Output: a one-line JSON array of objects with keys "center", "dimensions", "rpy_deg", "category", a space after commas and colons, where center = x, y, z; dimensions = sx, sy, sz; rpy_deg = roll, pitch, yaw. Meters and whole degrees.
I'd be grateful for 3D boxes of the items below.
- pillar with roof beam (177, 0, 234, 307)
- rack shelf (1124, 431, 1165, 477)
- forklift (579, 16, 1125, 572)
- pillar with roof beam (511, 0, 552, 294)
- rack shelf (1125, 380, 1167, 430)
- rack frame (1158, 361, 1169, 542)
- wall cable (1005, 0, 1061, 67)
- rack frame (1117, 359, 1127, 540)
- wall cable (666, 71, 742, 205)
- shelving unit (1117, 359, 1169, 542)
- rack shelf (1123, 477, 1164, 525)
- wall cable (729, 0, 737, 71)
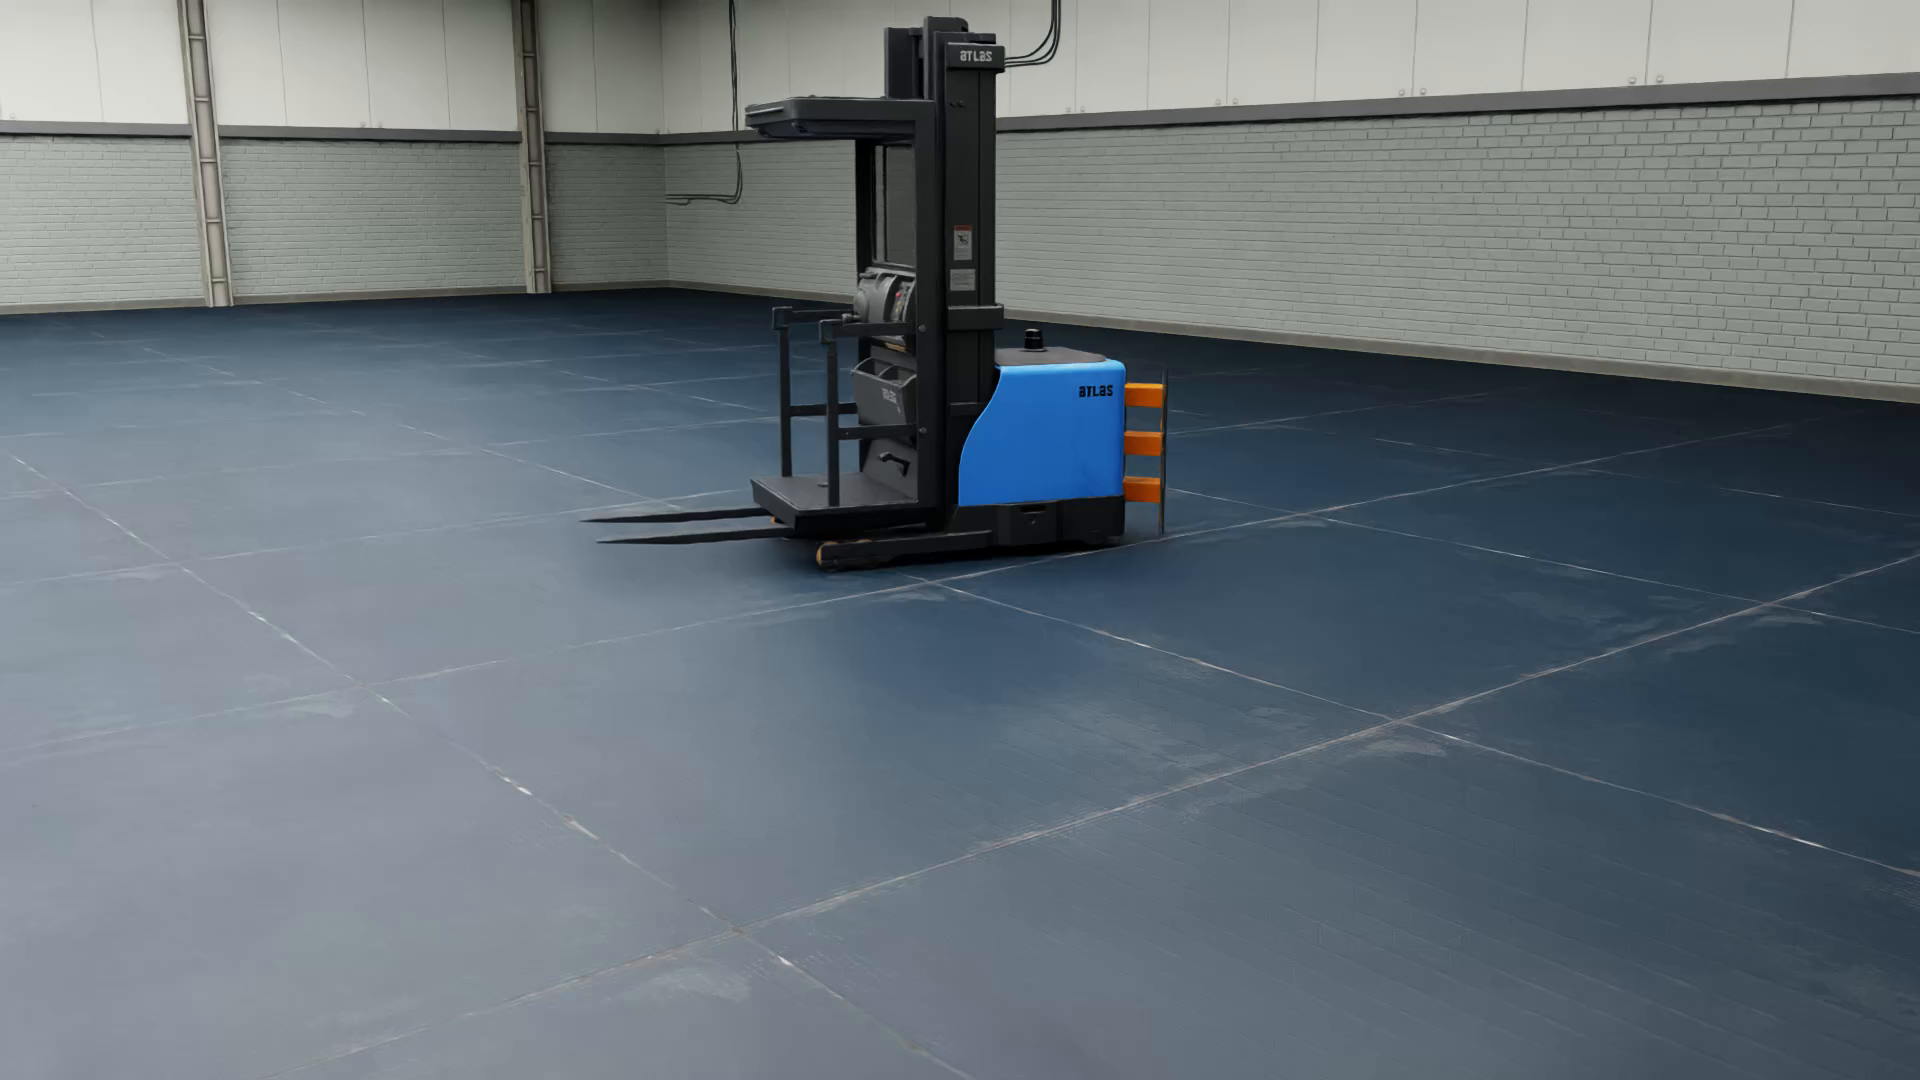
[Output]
[{"center": [-10.320, -7.814, 24.994], "dimensions": [0.400, 9.000, 9.100], "rpy_deg": [-9, 15, -38], "category": "pillar with roof beam"}, {"center": [1.079, -0.516, 9.812], "dimensions": [0.240, 0.259, 0.215], "rpy_deg": [3, 12, 14], "category": "rack shelf"}, {"center": [-0.611, -1.382, 9.312], "dimensions": [3.031, 2.935, 1.130], "rpy_deg": [-5, 13, -20], "category": "forklift"}, {"center": [-5.635, -8.593, 28.661], "dimensions": [0.400, 9.000, 9.100], "rpy_deg": [-9, 15, -38], "category": "pillar with roof beam"}, {"center": [1.080, -0.794, 9.753], "dimensions": [0.240, 0.259, 0.215], "rpy_deg": [3, 12, 14], "category": "rack shelf"}, {"center": [1.198, -0.520, 9.781], "dimensions": [0.008, 1.050, 0.200], "rpy_deg": [3, 12, 14], "category": "rack frame"}, {"center": [0.721, -9.580, 25.125], "dimensions": [0.169, 6.003, 2.305], "rpy_deg": [-9, 15, -38], "category": "wall cable"}, {"center": [0.961, -0.533, 9.839], "dimensions": [0.008, 1.050, 0.200], "rpy_deg": [3, 12, 14], "category": "rack frame"}, {"center": [-5.197, -7.940, 33.062], "dimensions": [0.112, 2.526, 3.097], "rpy_deg": [-9, 15, -38], "category": "wall cable"}, {"center": [1.079, -0.527, 9.810], "dimensions": [0.252, 1.050, 0.215], "rpy_deg": [3, 12, 14], "category": "shelving unit"}, {"center": [1.079, -0.244, 9.870], "dimensions": [0.240, 0.259, 0.215], "rpy_deg": [3, 12, 14], "category": "rack shelf"}, {"center": [-3.507, -9.972, 30.471], "dimensions": [0.112, 2.526, 3.097], "rpy_deg": [-9, 15, -38], "category": "wall cable"}]
